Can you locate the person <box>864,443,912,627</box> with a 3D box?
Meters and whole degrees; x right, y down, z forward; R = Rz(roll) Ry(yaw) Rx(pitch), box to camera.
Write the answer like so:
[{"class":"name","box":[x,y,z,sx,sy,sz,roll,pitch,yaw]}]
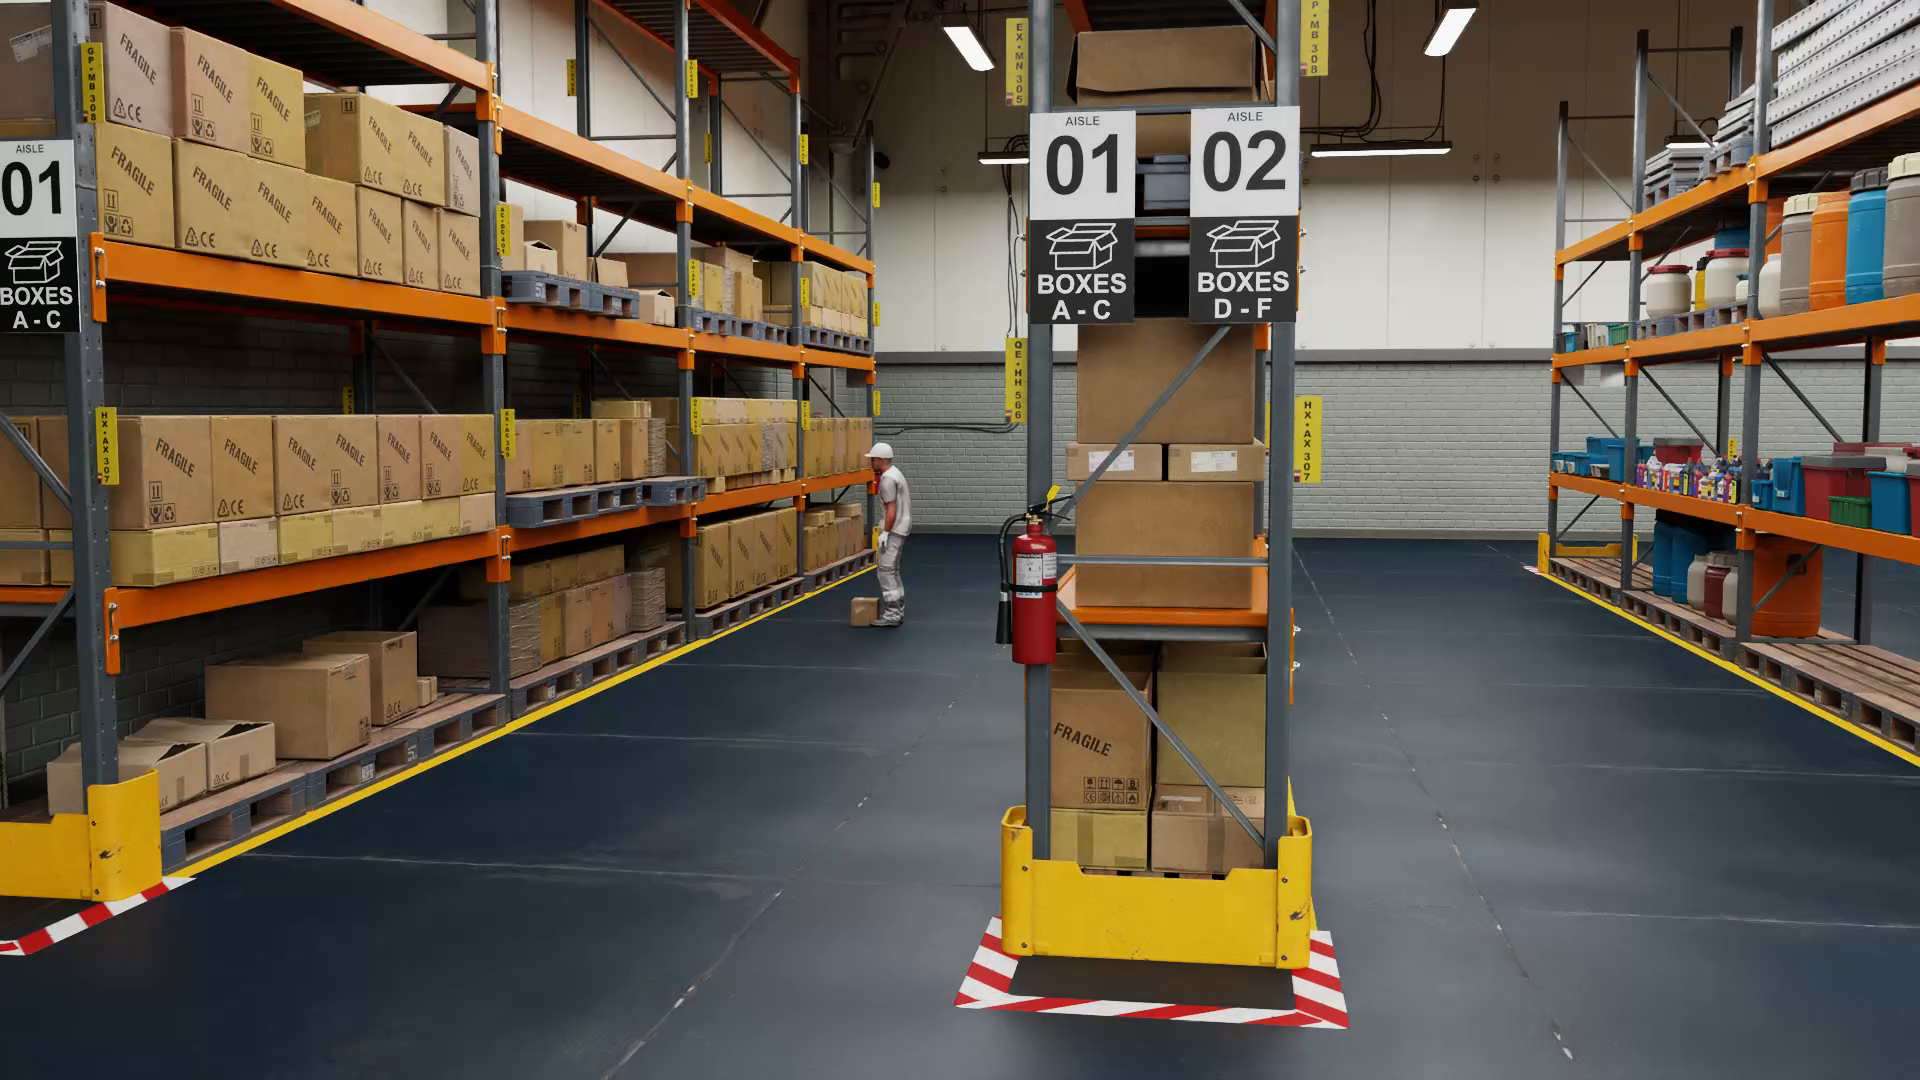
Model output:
[{"class":"person","box":[-0.700,-0.054,16.187,0.453,1.778,0.616,0,4,5]}]
